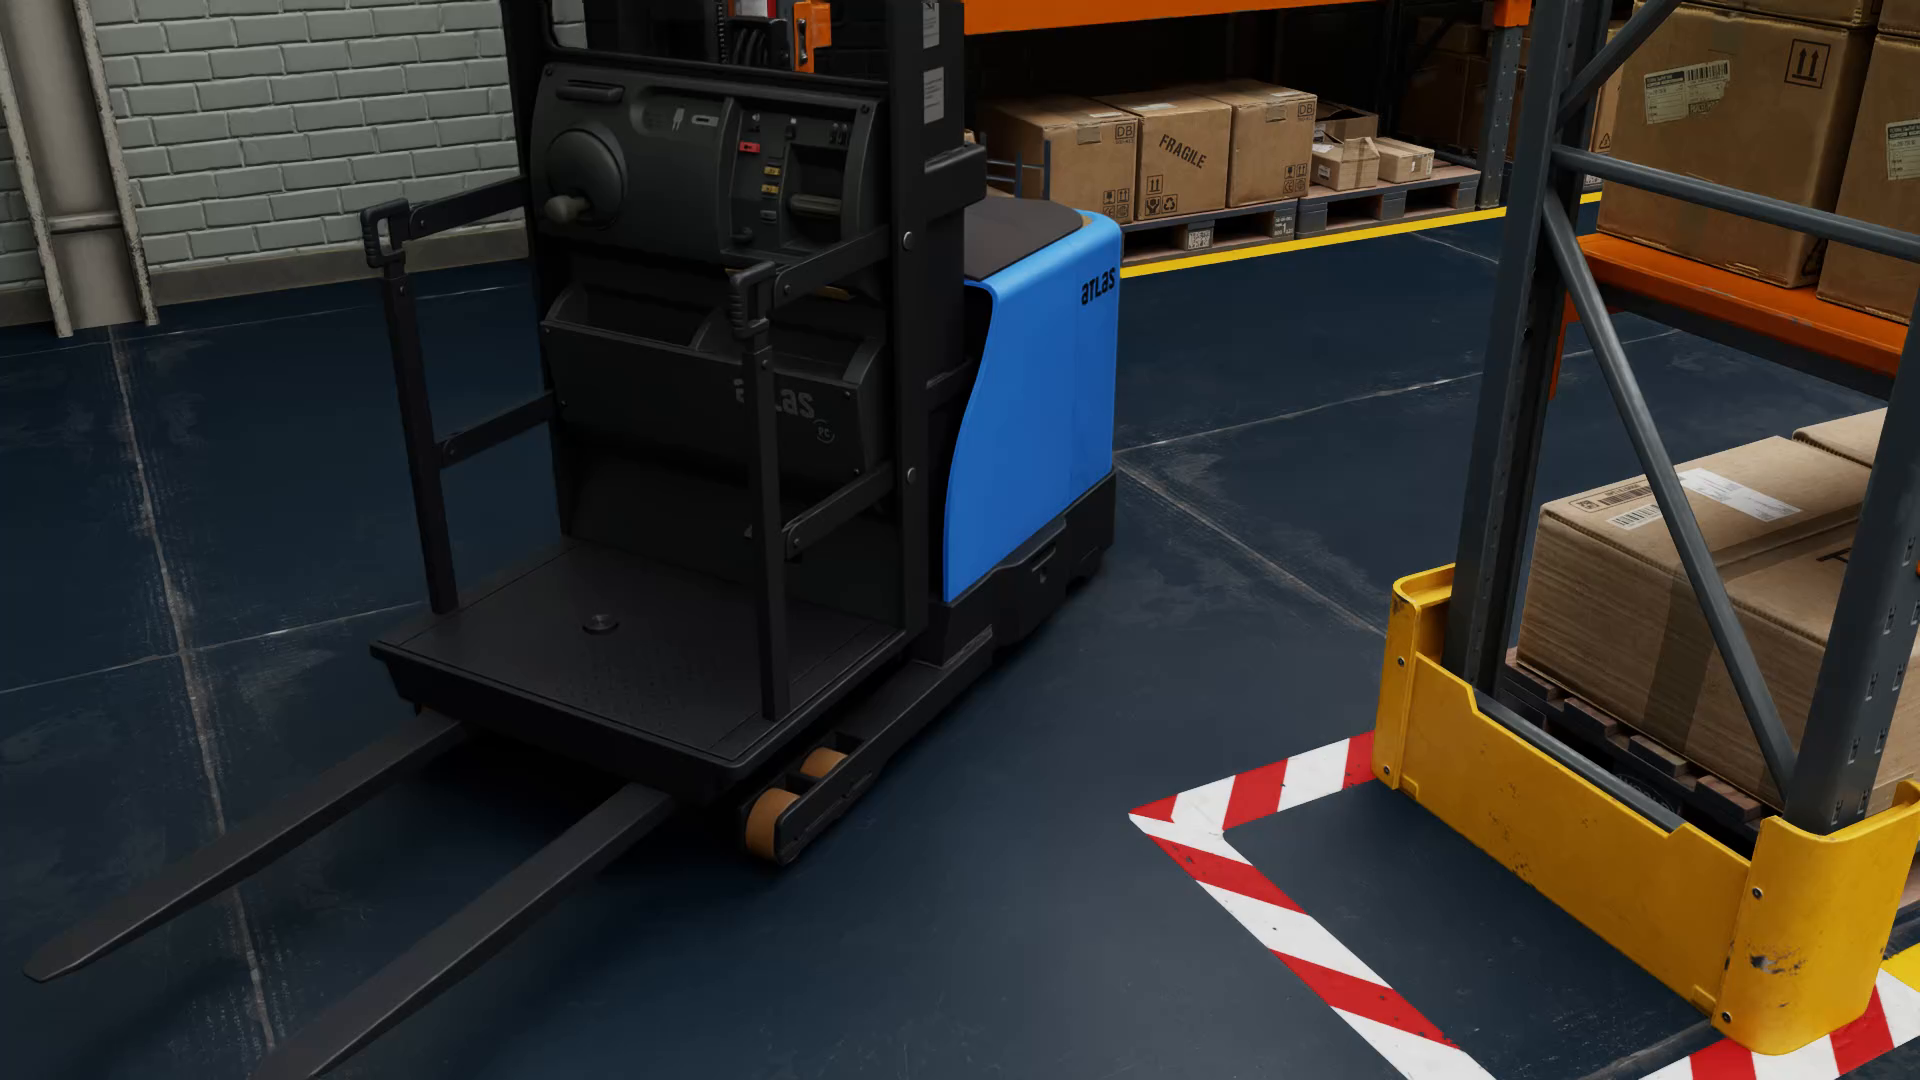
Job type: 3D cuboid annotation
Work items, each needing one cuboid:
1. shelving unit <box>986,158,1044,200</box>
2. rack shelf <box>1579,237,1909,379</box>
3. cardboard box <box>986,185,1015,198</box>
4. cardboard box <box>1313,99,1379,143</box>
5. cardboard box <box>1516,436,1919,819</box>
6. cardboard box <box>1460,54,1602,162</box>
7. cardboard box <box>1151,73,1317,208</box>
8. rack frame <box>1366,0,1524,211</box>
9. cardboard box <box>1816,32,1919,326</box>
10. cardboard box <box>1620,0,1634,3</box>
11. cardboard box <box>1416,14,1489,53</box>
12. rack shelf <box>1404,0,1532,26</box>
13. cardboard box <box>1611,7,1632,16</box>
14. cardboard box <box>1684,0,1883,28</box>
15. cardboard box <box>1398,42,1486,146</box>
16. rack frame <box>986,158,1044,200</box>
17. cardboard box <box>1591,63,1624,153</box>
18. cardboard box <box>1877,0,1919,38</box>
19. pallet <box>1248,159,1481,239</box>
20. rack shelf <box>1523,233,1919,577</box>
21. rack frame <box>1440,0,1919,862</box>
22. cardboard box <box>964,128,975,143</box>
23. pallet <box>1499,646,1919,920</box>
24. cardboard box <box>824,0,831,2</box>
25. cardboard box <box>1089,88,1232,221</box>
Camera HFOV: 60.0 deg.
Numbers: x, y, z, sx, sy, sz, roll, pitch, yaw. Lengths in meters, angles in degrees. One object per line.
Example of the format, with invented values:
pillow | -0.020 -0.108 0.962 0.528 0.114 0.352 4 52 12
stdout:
shelving unit | 0.122 -0.643 5.203 0.258 1.046 0.183 14 29 27
rack shelf | 4.405 -1.986 1.057 3.910 4.714 5.869 -13 29 -25
cardboard box | 0.070 -1.575 7.873 0.250 0.149 0.380 -14 29 -27
cardboard box | 1.928 -2.258 9.109 0.500 0.311 0.500 -12 28 -23
cardboard box | 1.967 0.177 3.890 0.875 0.438 0.875 -14 29 -27
cardboard box | 3.155 -2.400 9.187 0.500 0.500 0.500 -12 28 -23
cardboard box | 1.365 -2.032 8.420 0.500 0.500 0.700 -14 29 -27
rack frame | 2.622 -3.325 8.711 0.127 3.000 1.000 -13 29 -25
cardboard box | 1.990 -0.649 3.021 0.500 0.500 0.500 -13 29 -25
cardboard box | 4.171 -3.185 10.072 0.265 0.149 0.390 -13 29 -25
cardboard box | 2.811 -2.865 9.406 0.250 0.149 0.380 -14 29 -27
rack shelf | 4.387 -3.408 9.715 4.000 0.370 1.077 -13 29 -25
cardboard box | 3.733 -3.072 9.835 0.250 0.149 0.380 -12 28 -24
cardboard box | 1.745 -1.301 3.223 0.500 0.500 0.500 -12 28 -23
cardboard box | 2.916 -2.601 9.604 0.500 0.500 0.500 -13 29 -25
rack frame | 0.166 -0.677 5.274 0.228 1.046 0.002 14 29 27
cardboard box | 3.620 -2.513 9.421 0.500 0.500 0.500 -13 29 -26
cardboard box | 1.989 -1.101 2.806 0.500 0.500 0.500 -14 29 -26
pallet | 2.016 -1.929 9.024 1.213 0.211 1.003 -13 29 -25
rack shelf | 3.196 -0.699 4.071 4.000 0.370 1.077 -13 29 -25
rack frame | 1.432 -0.616 3.067 0.127 3.000 1.000 -13 29 -25
cardboard box | -0.323 -1.663 7.647 0.637 0.503 0.797 -14 29 -27
pallet | 2.100 0.449 4.072 1.213 0.211 1.003 -13 29 -25
cardboard box | -0.488 -2.360 6.989 0.250 0.149 0.380 -13 29 -25
cardboard box | 0.963 -1.890 8.124 0.500 0.500 0.500 -12 28 -24
